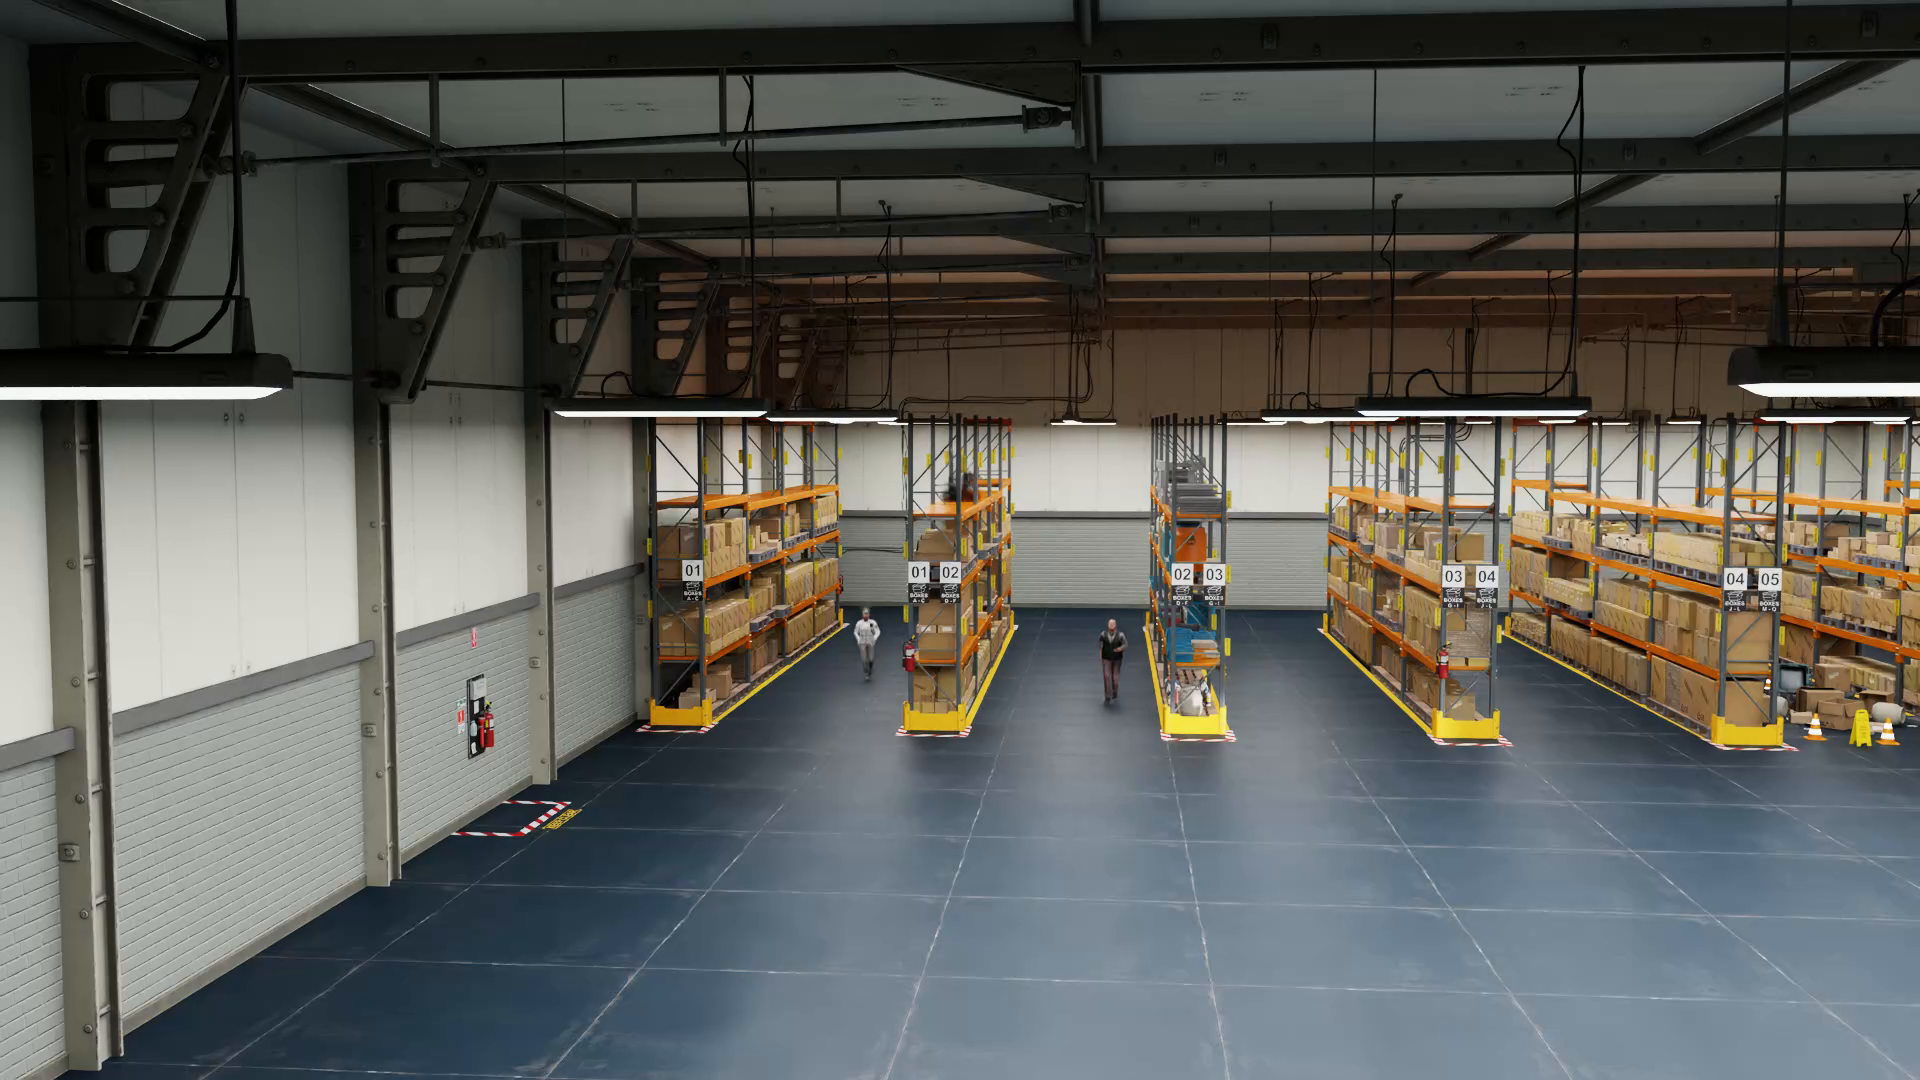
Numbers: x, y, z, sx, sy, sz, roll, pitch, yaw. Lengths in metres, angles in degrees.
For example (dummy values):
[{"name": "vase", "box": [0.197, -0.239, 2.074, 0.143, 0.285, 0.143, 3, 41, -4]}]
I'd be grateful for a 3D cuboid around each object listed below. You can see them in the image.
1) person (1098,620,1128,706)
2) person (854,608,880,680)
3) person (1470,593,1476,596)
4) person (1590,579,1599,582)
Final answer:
[{"name": "person", "box": [3.189, 2.529, 34.675, 0.649, 1.756, 0.834, 0, 4, 7]}, {"name": "person", "box": [-2.114, 2.357, 37.712, 0.592, 1.651, 0.490, 0, 4, -1]}, {"name": "person", "box": [13.816, 1.878, 45.308, 0.690, 1.600, 0.554, 0, 4, 5]}, {"name": "person", "box": [17.922, 1.674, 47.183, 0.746, 1.832, 0.616, 1, 4, 8]}]
